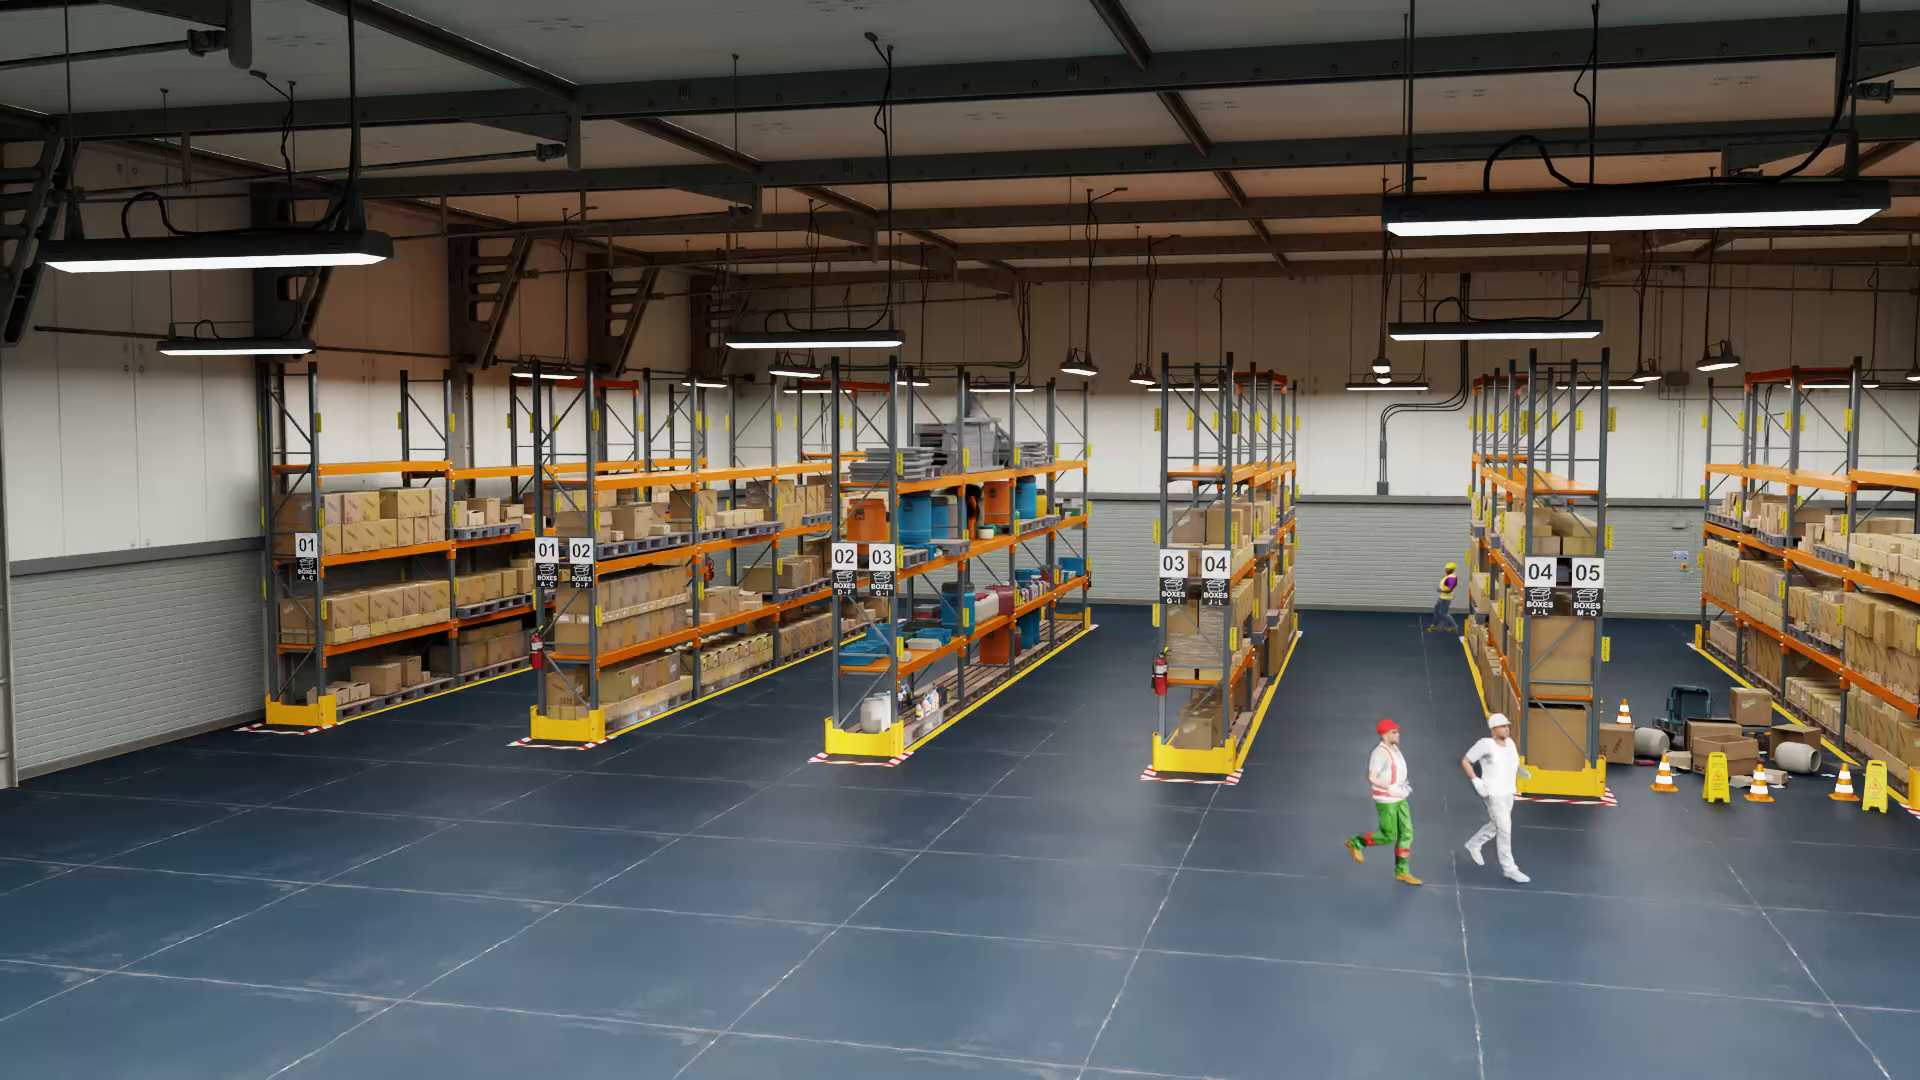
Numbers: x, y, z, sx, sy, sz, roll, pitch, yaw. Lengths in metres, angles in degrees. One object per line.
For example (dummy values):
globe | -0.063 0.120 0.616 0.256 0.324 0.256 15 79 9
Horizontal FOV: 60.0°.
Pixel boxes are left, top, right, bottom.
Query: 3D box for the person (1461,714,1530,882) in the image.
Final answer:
person | 5.927 2.798 18.355 0.694 1.780 0.929 -3 5 -35

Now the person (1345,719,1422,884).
person | 4.673 2.841 18.232 0.869 1.772 0.657 3 5 39

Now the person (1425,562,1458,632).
person | 11.438 1.375 39.439 0.756 1.730 0.806 1 4 14
